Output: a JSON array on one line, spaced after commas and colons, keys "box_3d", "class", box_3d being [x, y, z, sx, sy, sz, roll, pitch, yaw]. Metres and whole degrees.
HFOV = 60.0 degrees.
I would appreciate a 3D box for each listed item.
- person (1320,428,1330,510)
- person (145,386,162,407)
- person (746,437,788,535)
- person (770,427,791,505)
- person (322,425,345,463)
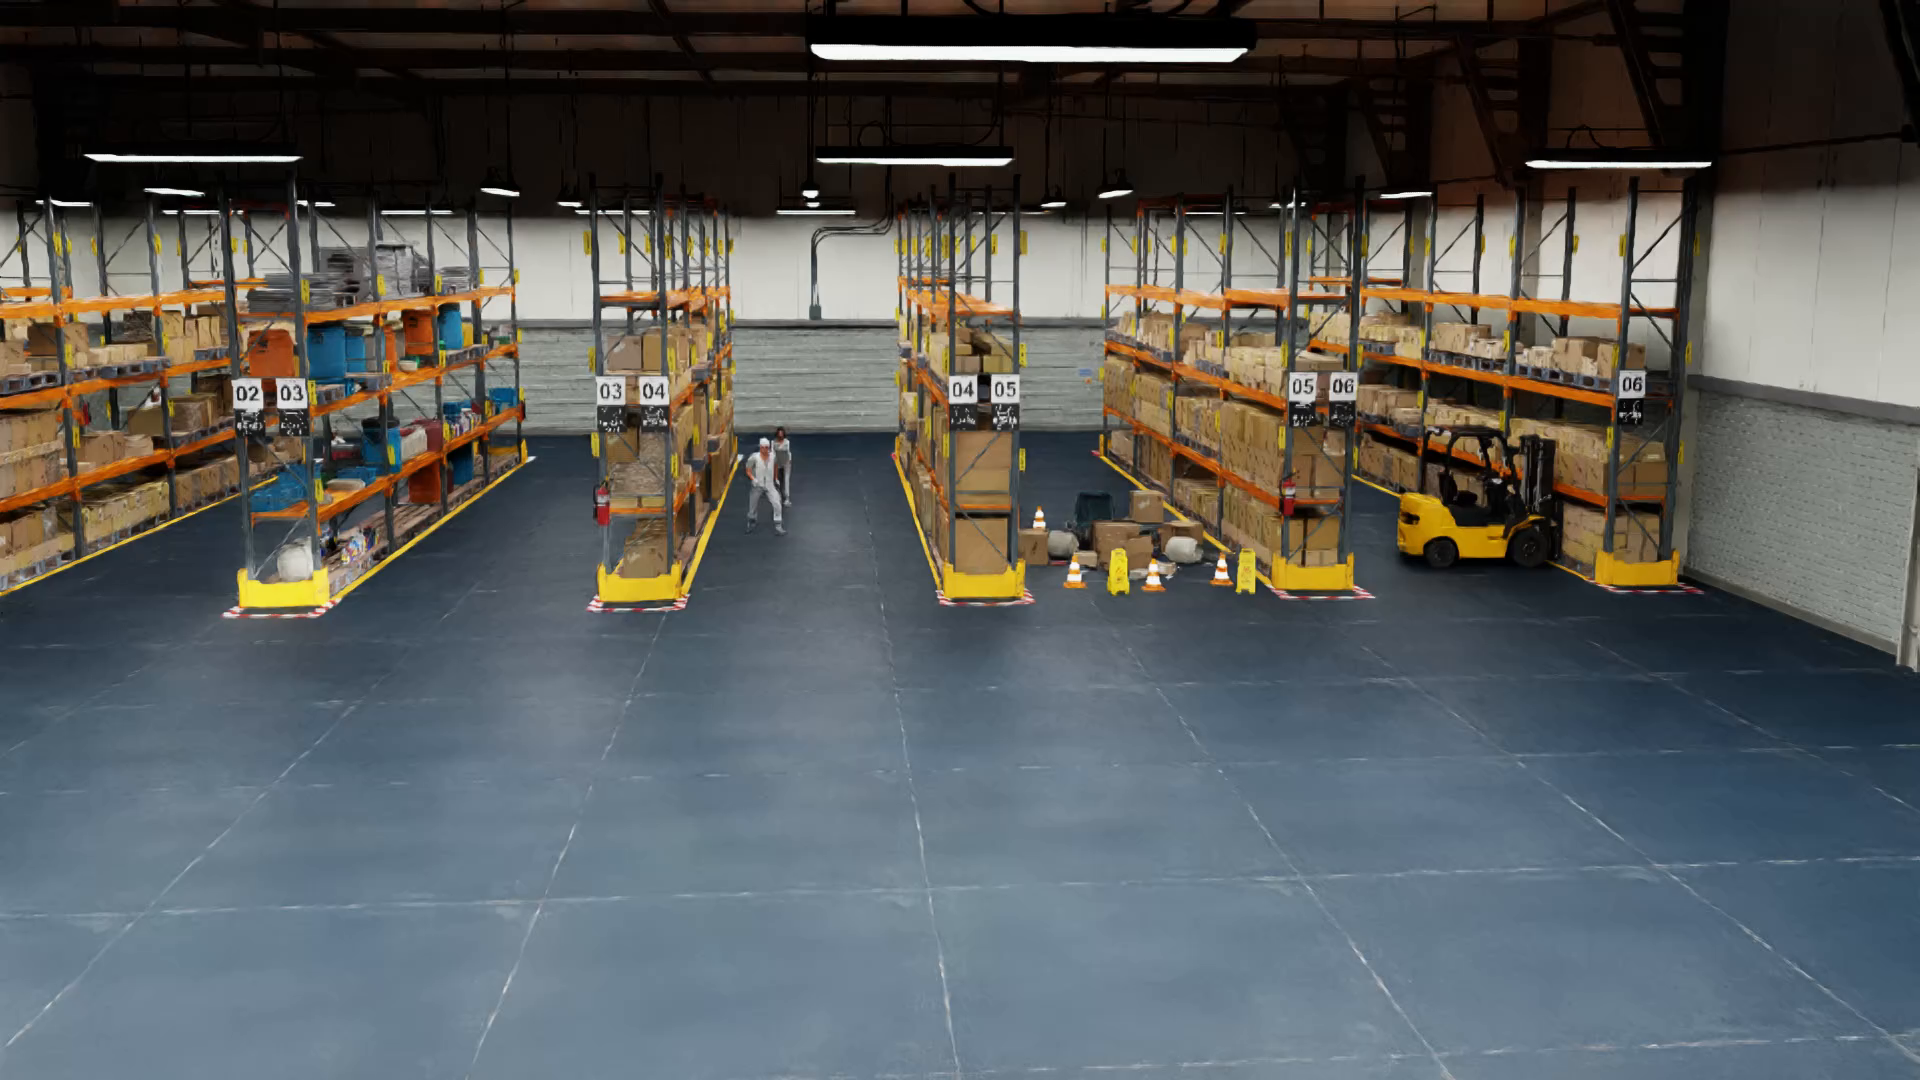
[{"box_3d": [6.710, -1.230, 30.756, 0.454, 1.679, 0.538, -6, 12, -30], "class": "person"}, {"box_3d": [-19.257, -2.848, 39.903, 0.577, 1.691, 1.121, 0, 10, -2], "class": "person"}, {"box_3d": [-3.440, -0.956, 29.113, 0.676, 1.719, 0.842, -4, 11, -21], "class": "person"}, {"box_3d": [-3.521, -1.476, 32.593, 0.419, 1.513, 1.037, -1, 10, -6], "class": "person"}, {"box_3d": [-12.161, -1.475, 32.378, 0.456, 1.589, 1.088, 0, 10, -2], "class": "person"}]
